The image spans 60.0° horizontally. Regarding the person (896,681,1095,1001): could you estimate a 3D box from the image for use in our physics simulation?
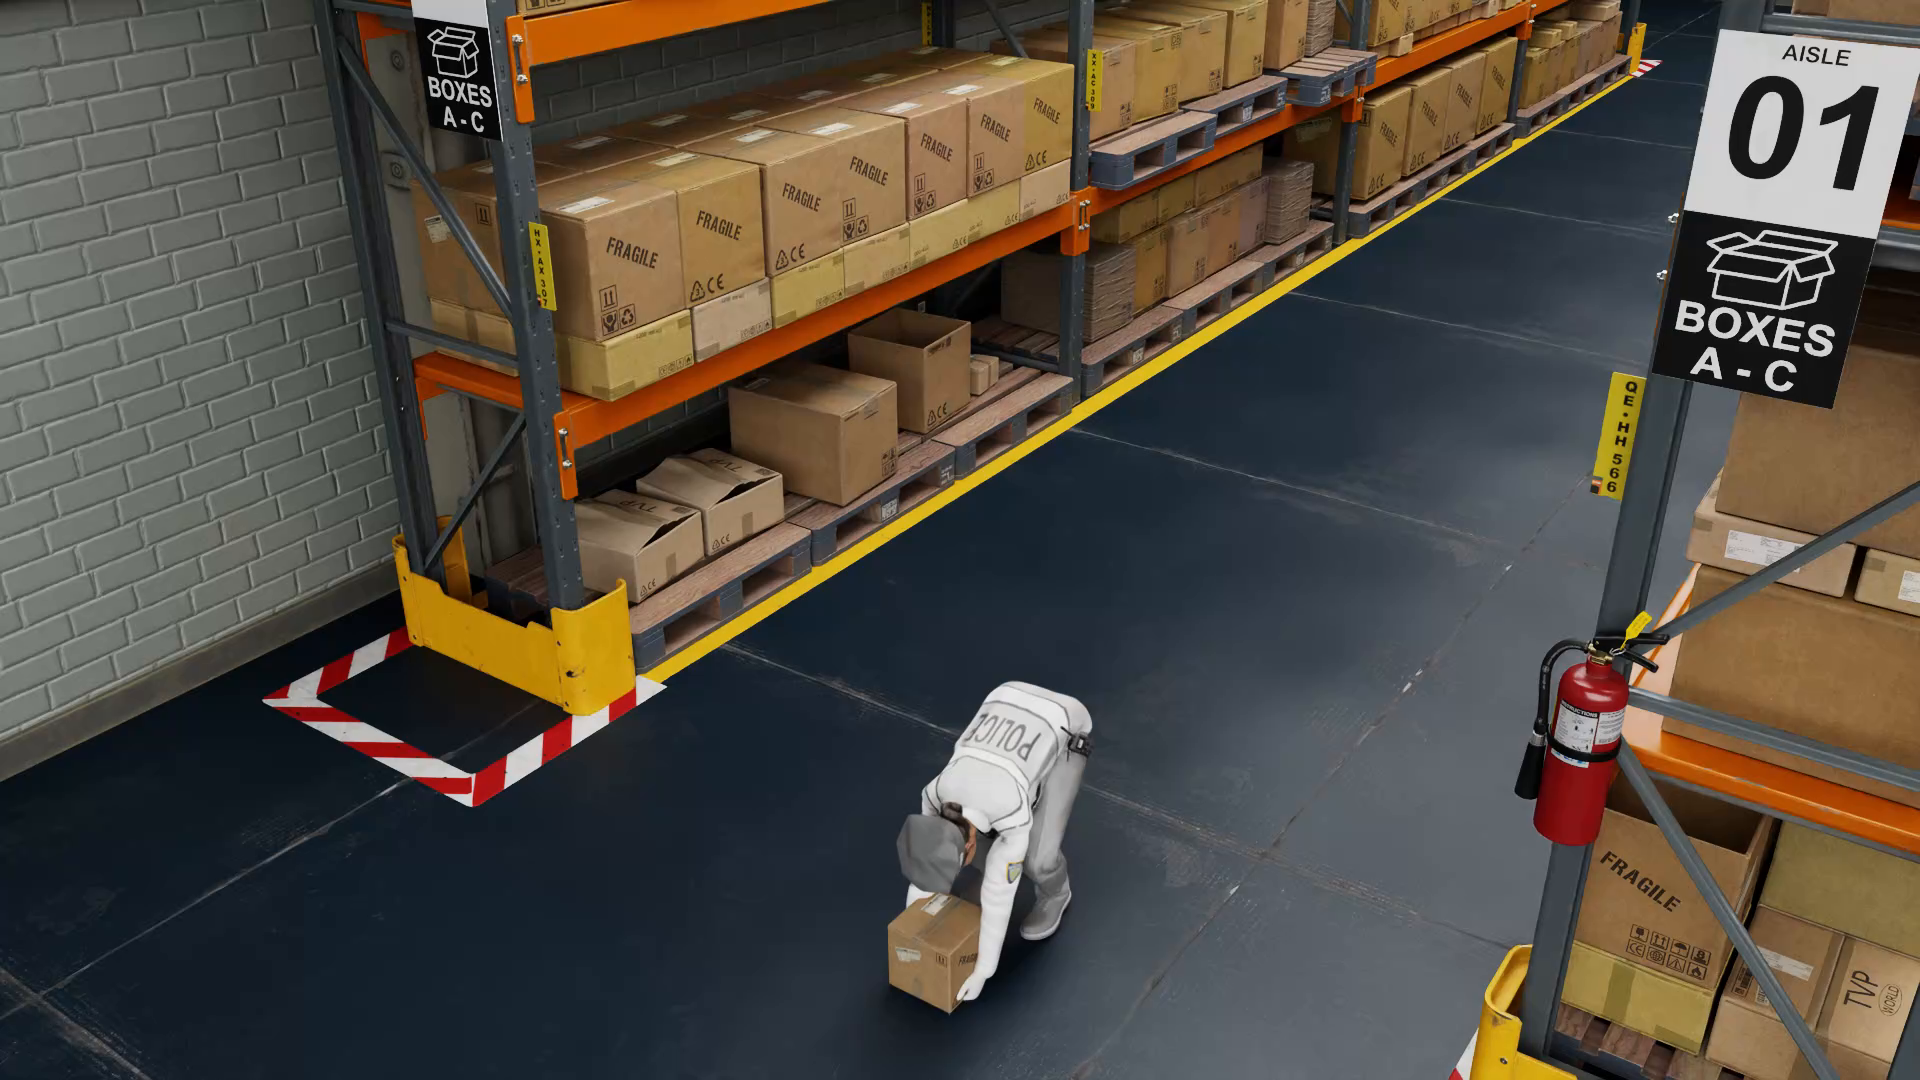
[{"bbox_3d":[0.120,0.993,5.600,0.467,0.842,0.889,16,31,28],"label":"person"}]
